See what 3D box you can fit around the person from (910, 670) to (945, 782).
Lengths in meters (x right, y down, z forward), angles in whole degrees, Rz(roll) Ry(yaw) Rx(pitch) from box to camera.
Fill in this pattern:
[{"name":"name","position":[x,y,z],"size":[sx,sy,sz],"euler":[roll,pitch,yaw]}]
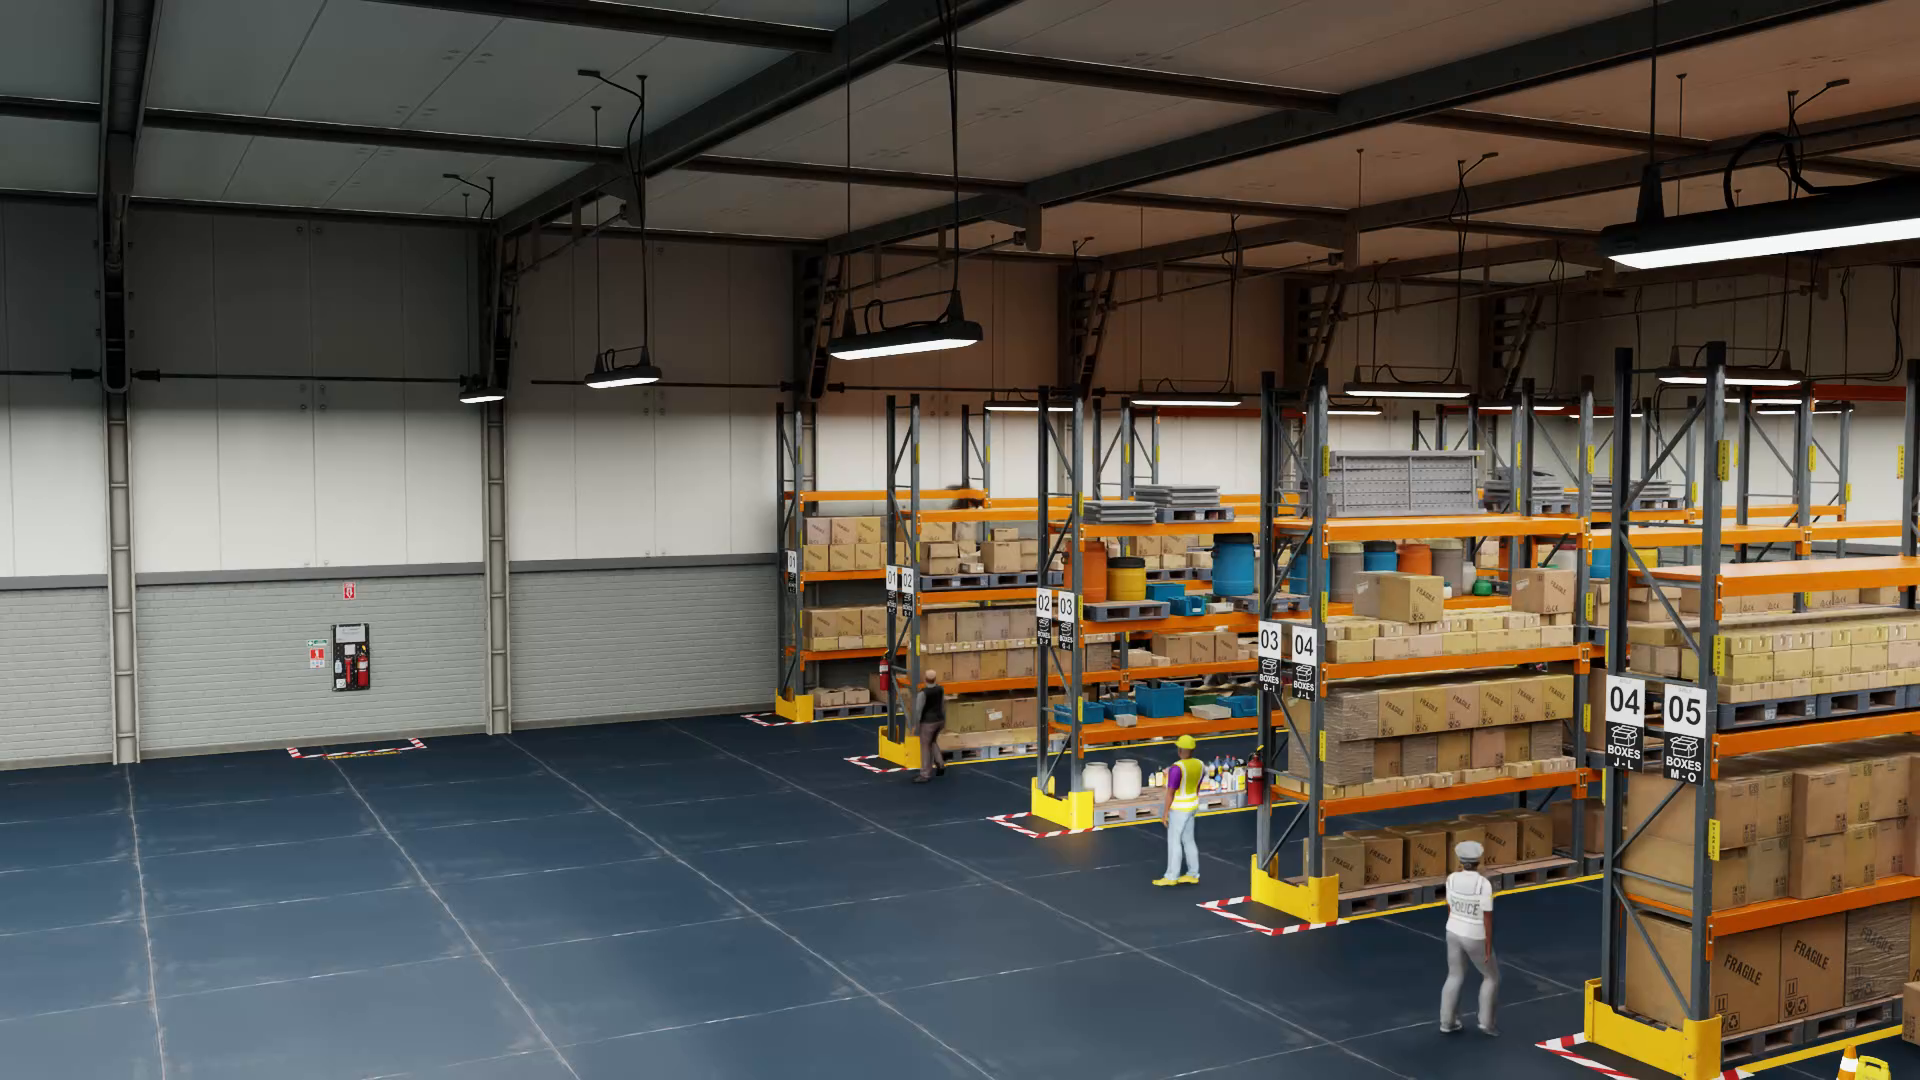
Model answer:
[{"name":"person","position":[-0.480,2.844,25.638],"size":[0.419,1.714,0.638],"euler":[2,4,32]}]

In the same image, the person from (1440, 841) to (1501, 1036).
[{"name":"person","position":[4.482,3.523,14.595],"size":[0.550,1.758,0.502],"euler":[-2,4,-26]}]

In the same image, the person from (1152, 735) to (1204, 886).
[{"name":"person","position":[2.570,3.178,19.603],"size":[0.548,1.781,0.586],"euler":[2,4,27]}]

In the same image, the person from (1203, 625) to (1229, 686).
[{"name":"person","position":[4.941,2.486,32.014],"size":[1.045,1.718,0.538],"euler":[-2,4,-28]}]
